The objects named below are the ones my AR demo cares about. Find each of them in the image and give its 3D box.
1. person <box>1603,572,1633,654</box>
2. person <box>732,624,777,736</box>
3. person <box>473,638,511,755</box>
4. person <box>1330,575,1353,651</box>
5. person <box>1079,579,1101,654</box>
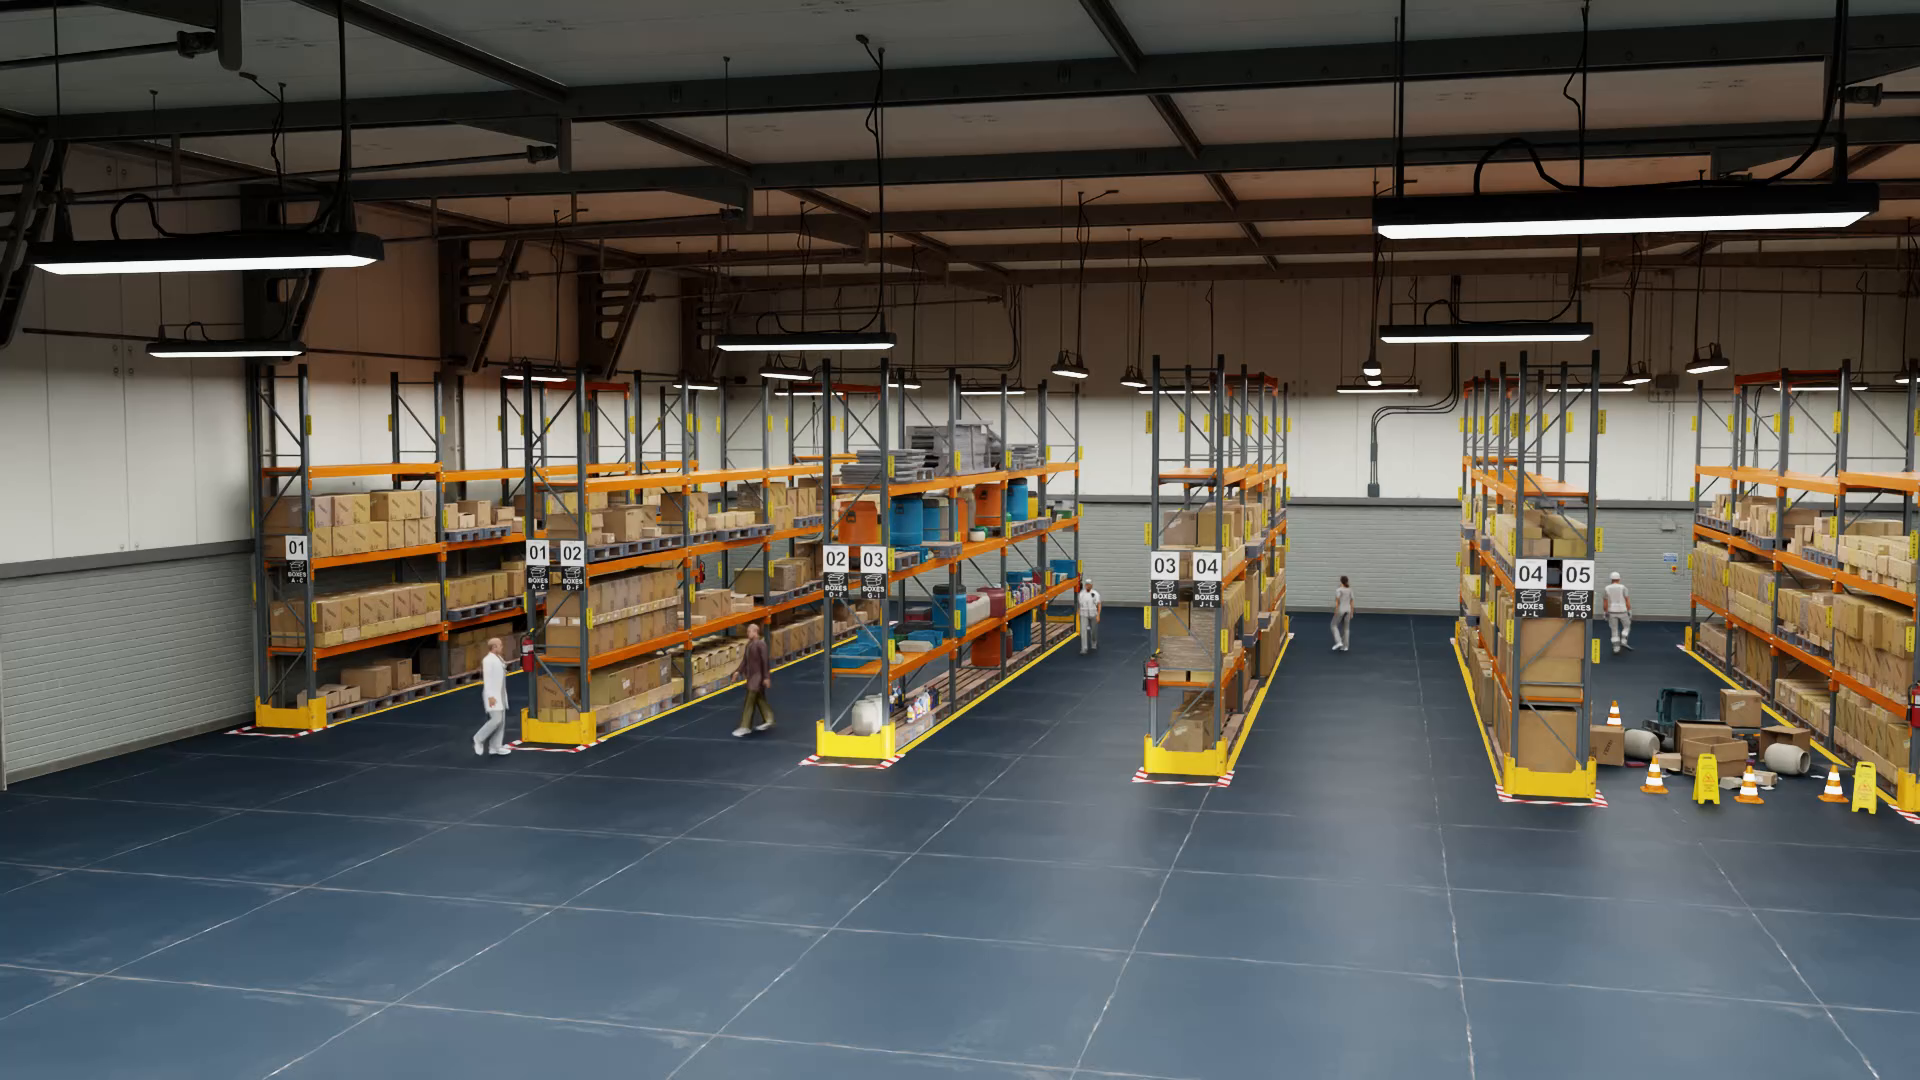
[{"bbox_3d":[14.398,1.595,36.362,0.663,1.787,0.460,2,5,30],"label":"person"},{"bbox_3d":[-3.375,2.246,27.018,0.911,1.755,0.645,-2,4,-27],"label":"person"},{"bbox_3d":[-7.075,2.361,25.124,0.567,1.777,0.602,1,4,14],"label":"person"},{"bbox_3d":[8.518,1.623,36.981,0.488,1.681,0.399,-1,4,-17],"label":"person"},{"bbox_3d":[2.849,1.668,36.498,0.484,1.609,1.004,0,4,5],"label":"person"}]
